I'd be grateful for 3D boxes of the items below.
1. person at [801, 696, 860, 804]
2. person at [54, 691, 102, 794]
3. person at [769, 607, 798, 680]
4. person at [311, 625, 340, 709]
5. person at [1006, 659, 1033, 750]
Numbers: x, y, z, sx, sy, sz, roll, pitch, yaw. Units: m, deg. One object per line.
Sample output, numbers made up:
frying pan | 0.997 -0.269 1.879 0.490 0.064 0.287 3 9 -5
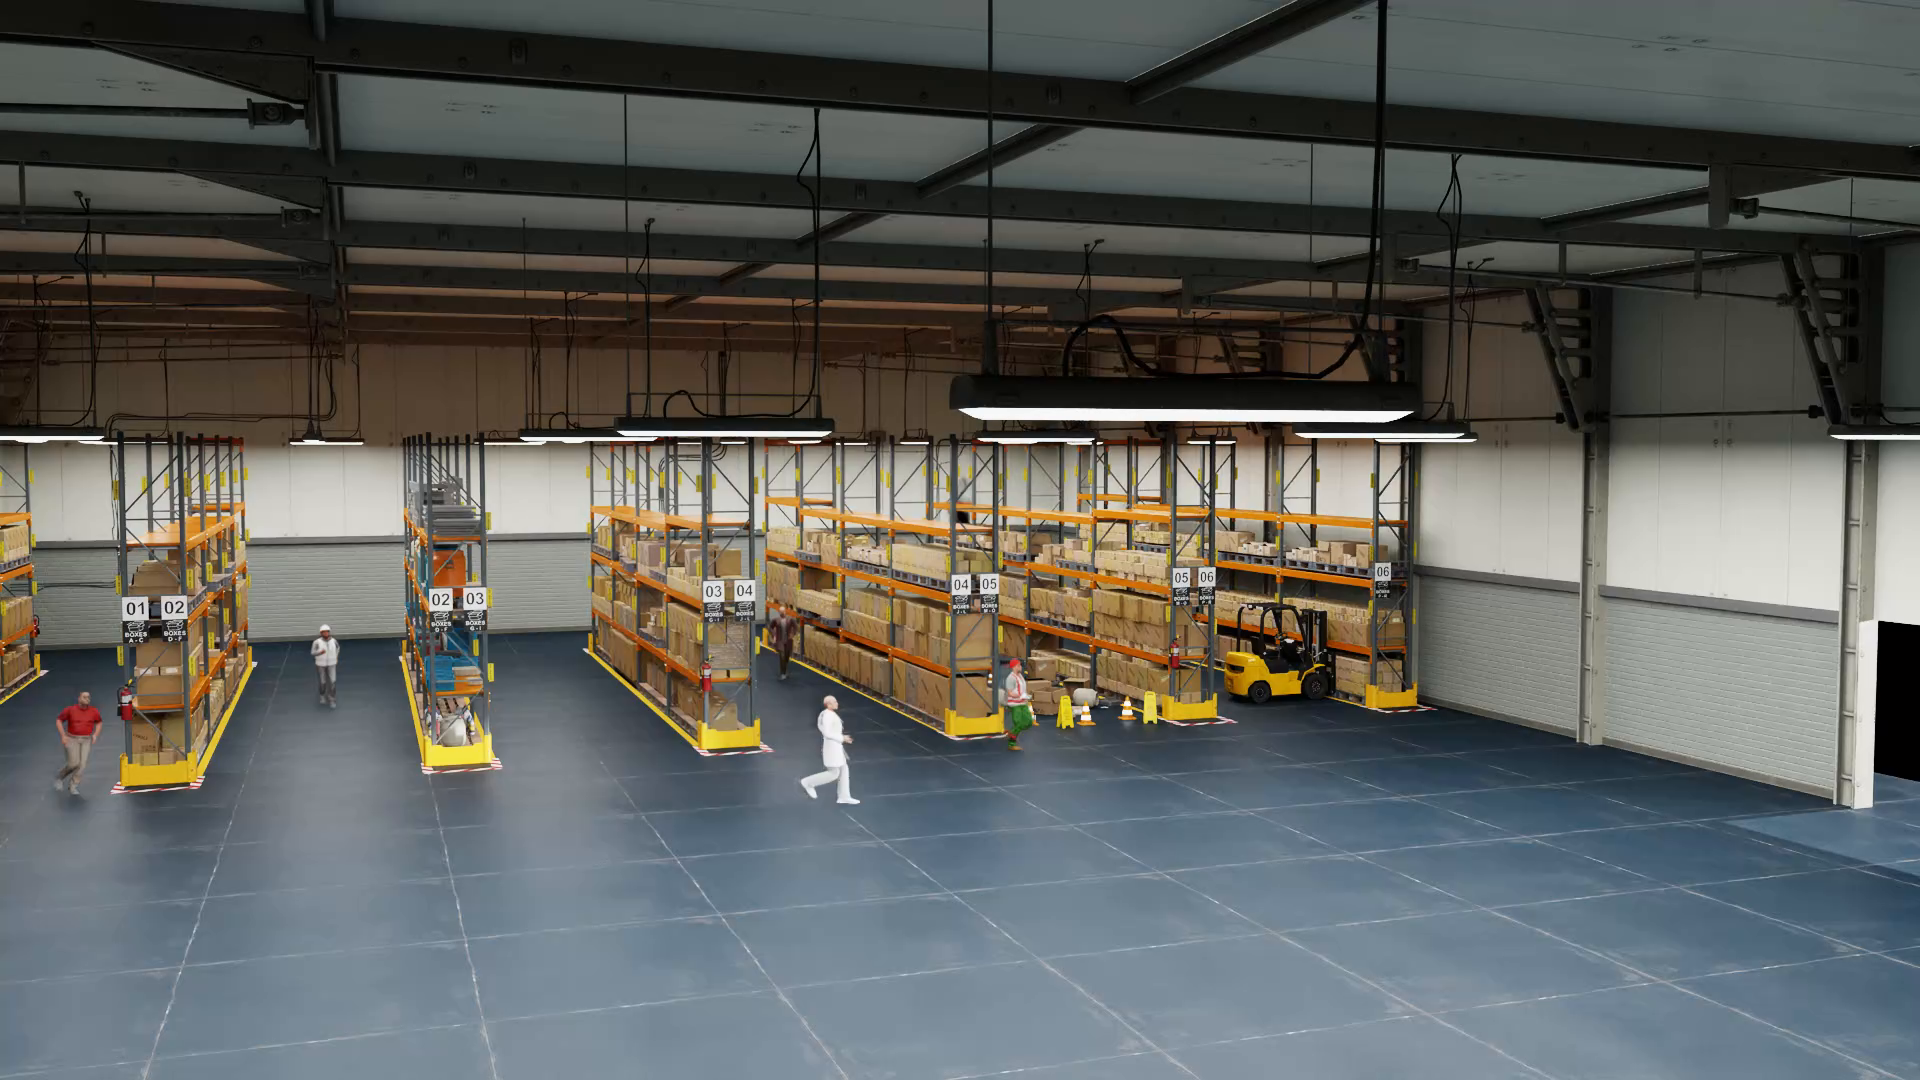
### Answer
person | -2.075 3.366 26.616 0.945 1.762 0.709 0 3 -1
person | -14.629 3.355 27.640 0.569 1.671 0.720 3 4 42
person | -4.372 2.539 41.216 0.703 1.782 0.923 -1 3 -12
person | -14.009 2.782 36.757 0.646 1.809 0.808 -2 4 -30
person | 1.117 3.104 31.350 0.601 1.736 0.671 2 4 32
